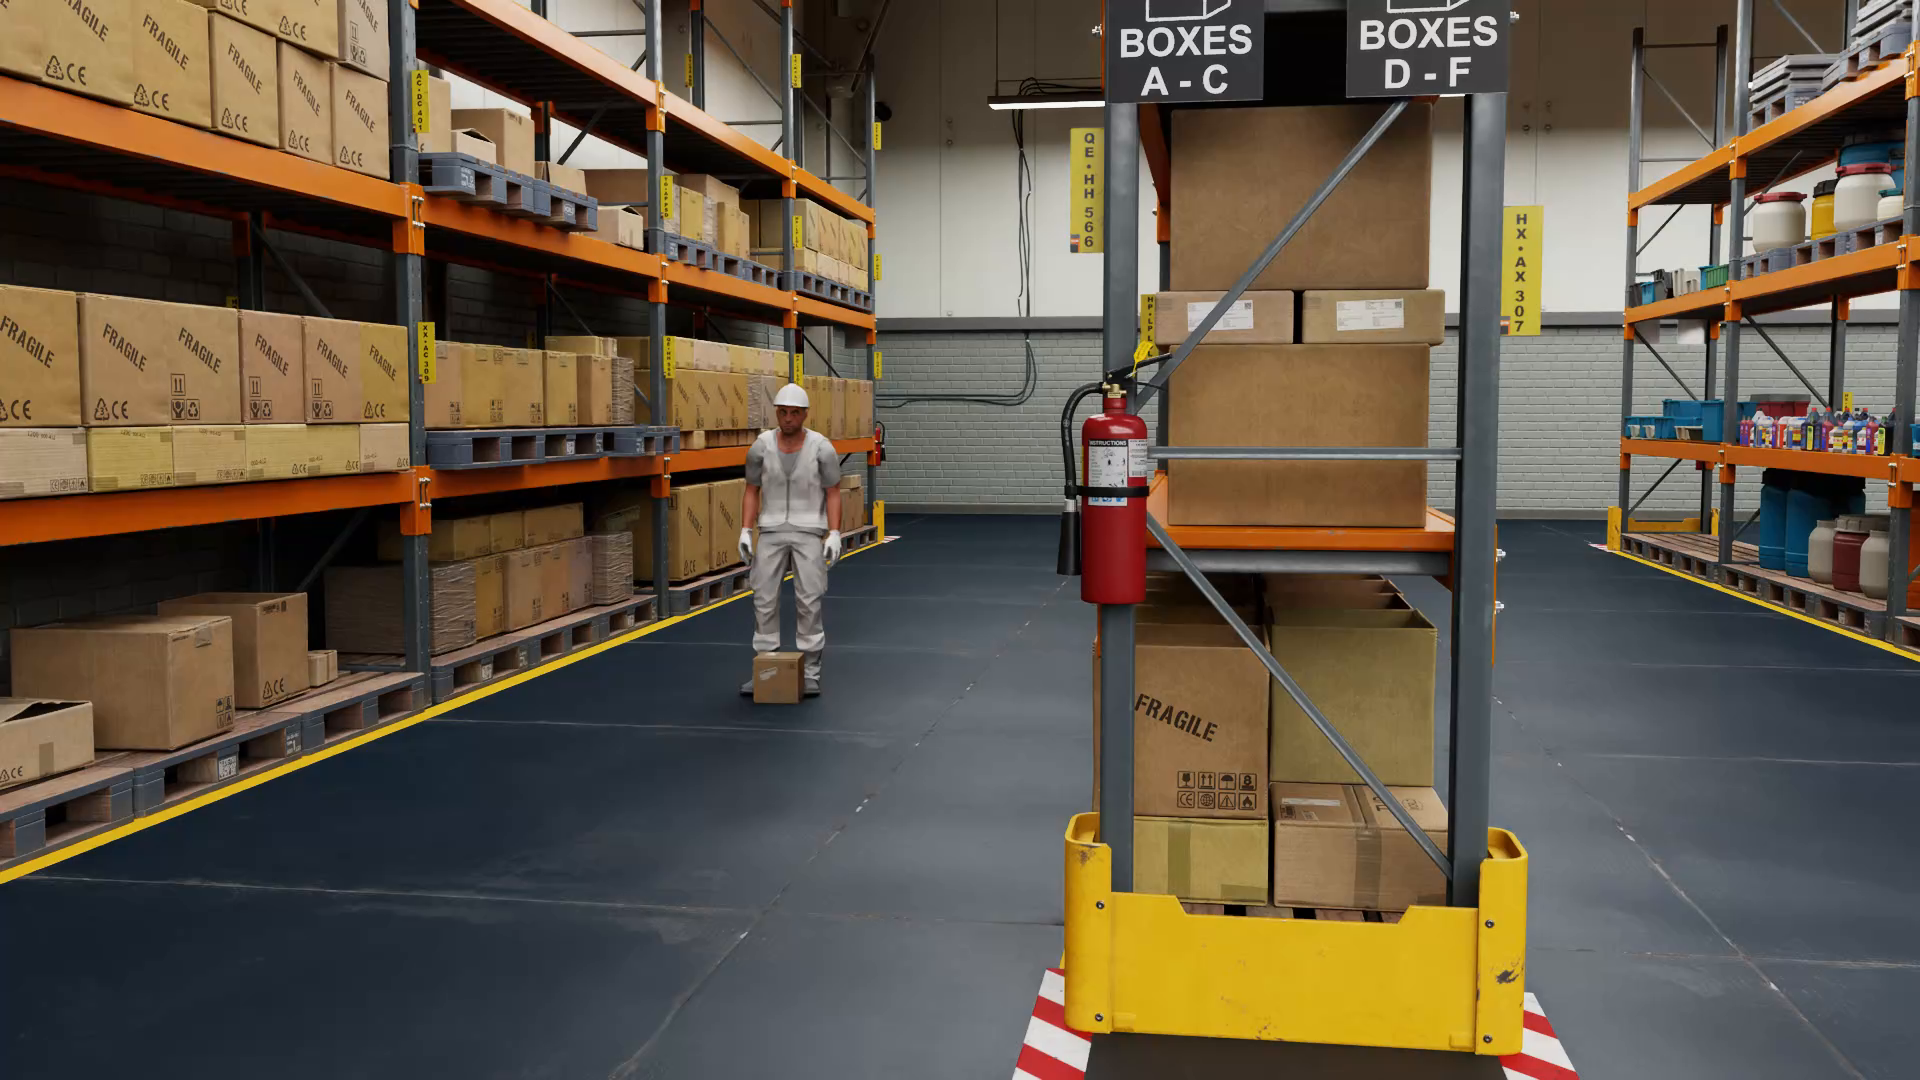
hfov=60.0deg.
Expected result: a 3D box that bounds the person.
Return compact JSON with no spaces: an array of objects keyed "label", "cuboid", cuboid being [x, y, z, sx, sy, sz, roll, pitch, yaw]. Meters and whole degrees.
[{"label":"person","cuboid":[-0.973,-0.003,9.526,0.609,1.777,0.453,0,4,6]}]
